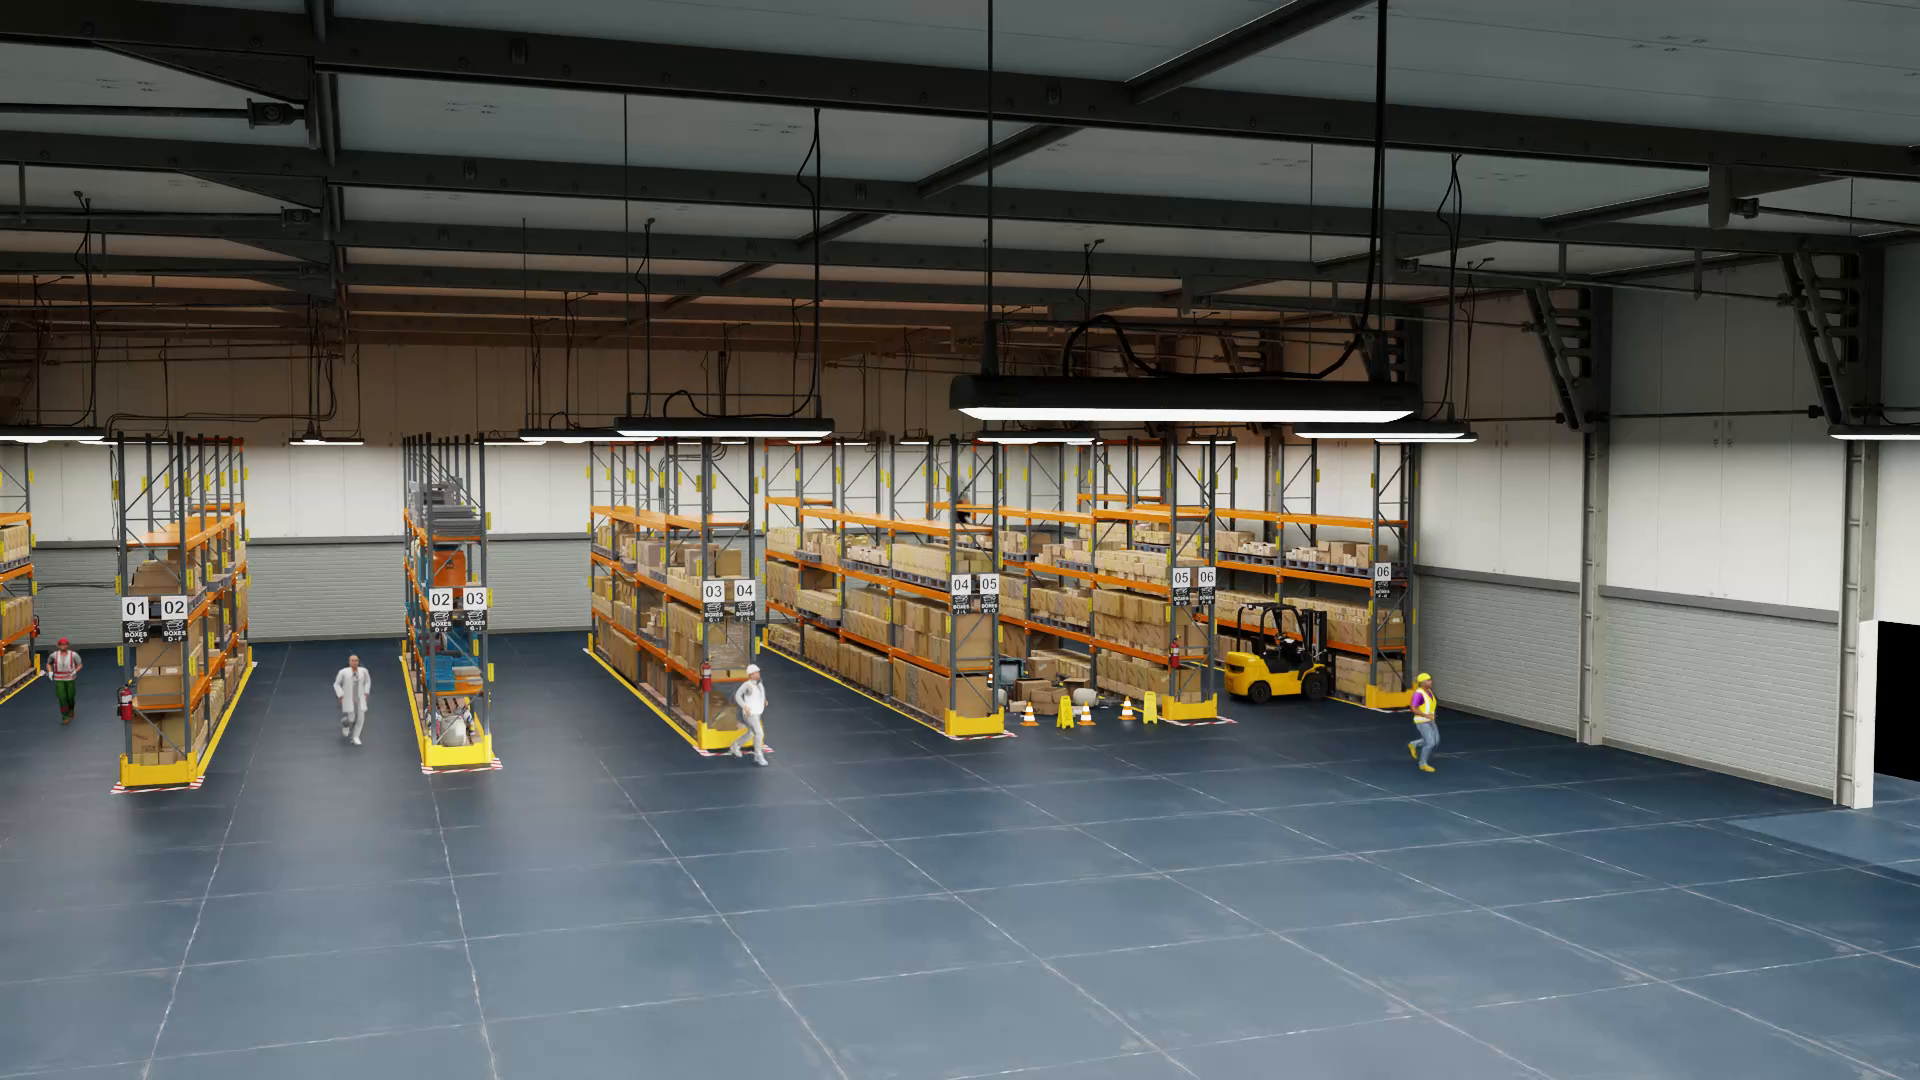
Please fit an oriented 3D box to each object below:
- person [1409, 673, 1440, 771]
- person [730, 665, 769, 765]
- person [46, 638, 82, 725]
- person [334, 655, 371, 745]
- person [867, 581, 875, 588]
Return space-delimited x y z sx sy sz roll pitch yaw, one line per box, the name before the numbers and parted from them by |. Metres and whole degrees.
person | 8.245 3.227 29.591 0.612 1.725 0.736 3 4 39
person | -3.819 3.161 30.266 0.844 1.808 0.669 1 3 20
person | -18.608 2.916 34.557 0.666 1.770 0.827 -2 4 -26
person | -11.753 3.081 32.198 0.695 1.725 0.672 -2 4 -35
person | -2.525 1.965 46.895 0.714 1.771 0.835 -2 4 -30
